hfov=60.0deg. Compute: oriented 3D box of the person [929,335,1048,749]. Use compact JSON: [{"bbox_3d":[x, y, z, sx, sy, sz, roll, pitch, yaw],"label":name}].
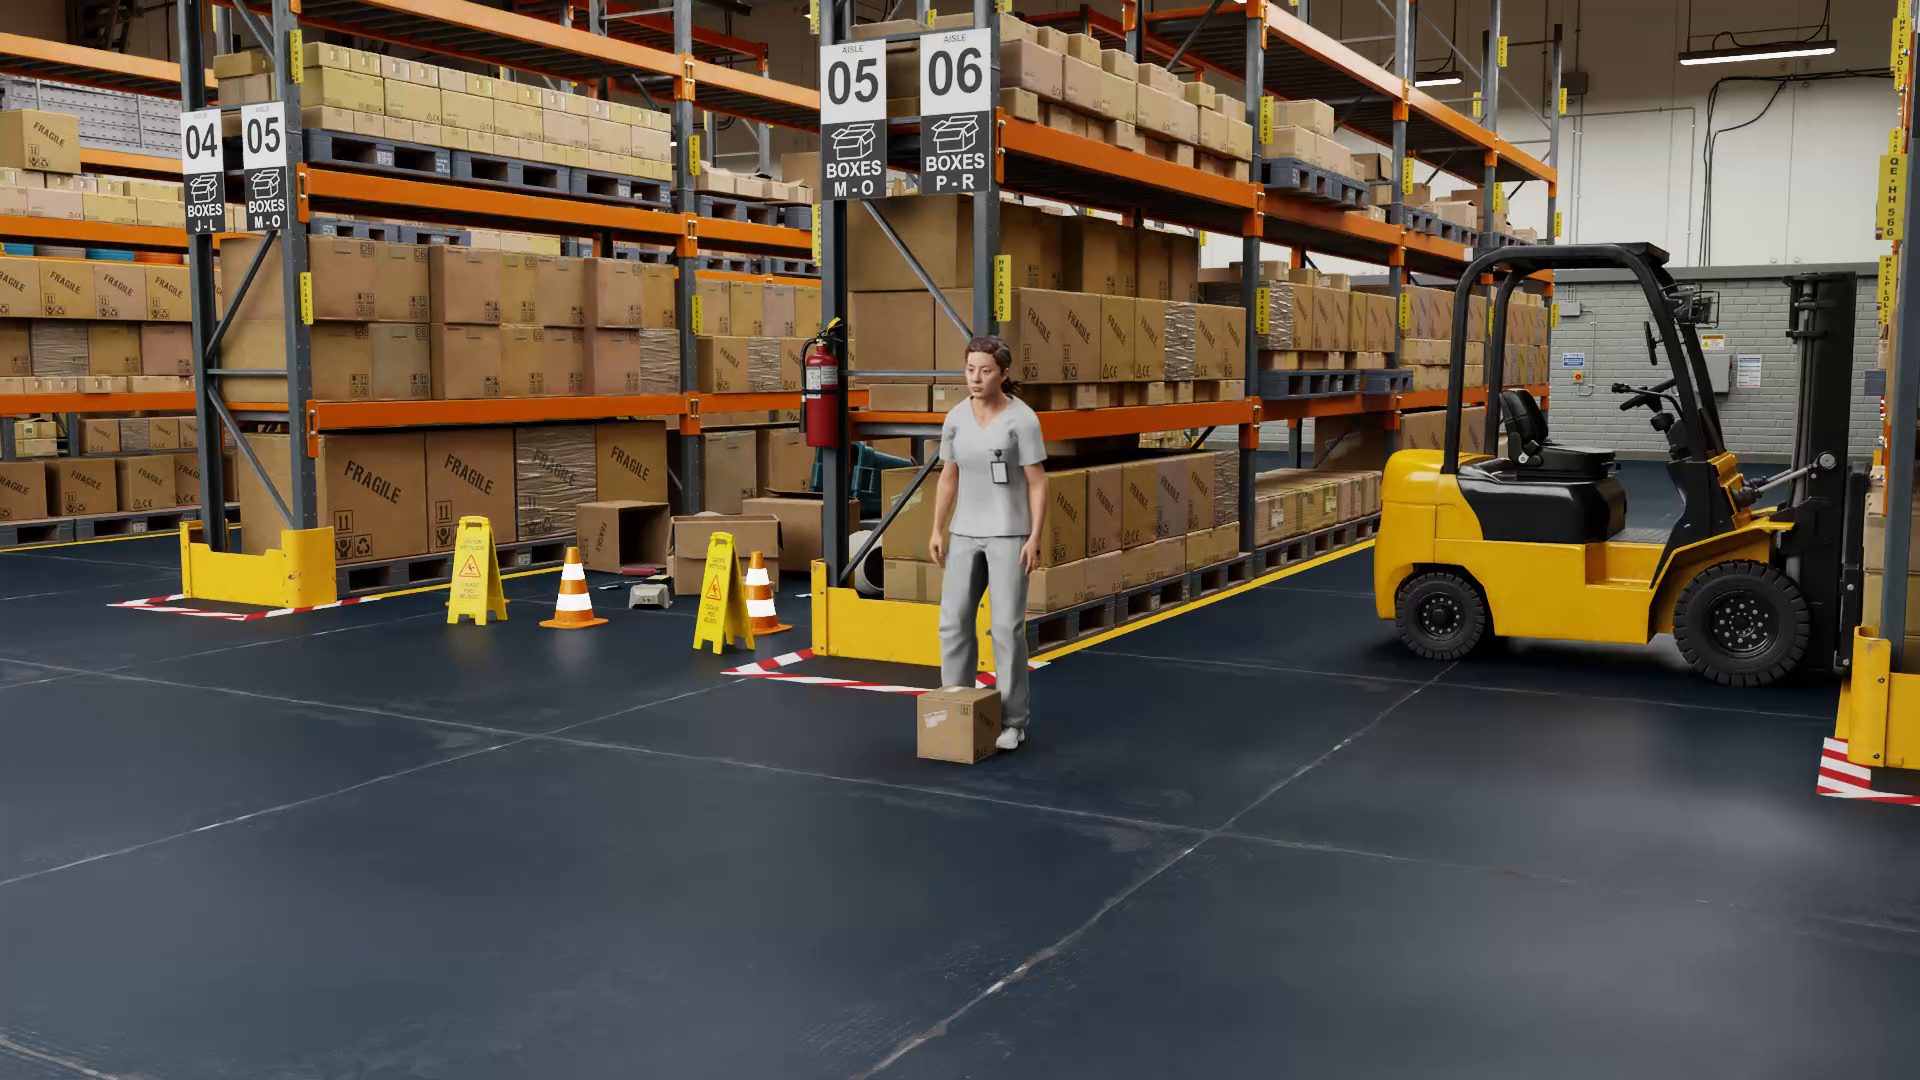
[{"bbox_3d":[0.112,0.004,6.791,0.508,1.673,0.352,3,7,26],"label":"person"}]
